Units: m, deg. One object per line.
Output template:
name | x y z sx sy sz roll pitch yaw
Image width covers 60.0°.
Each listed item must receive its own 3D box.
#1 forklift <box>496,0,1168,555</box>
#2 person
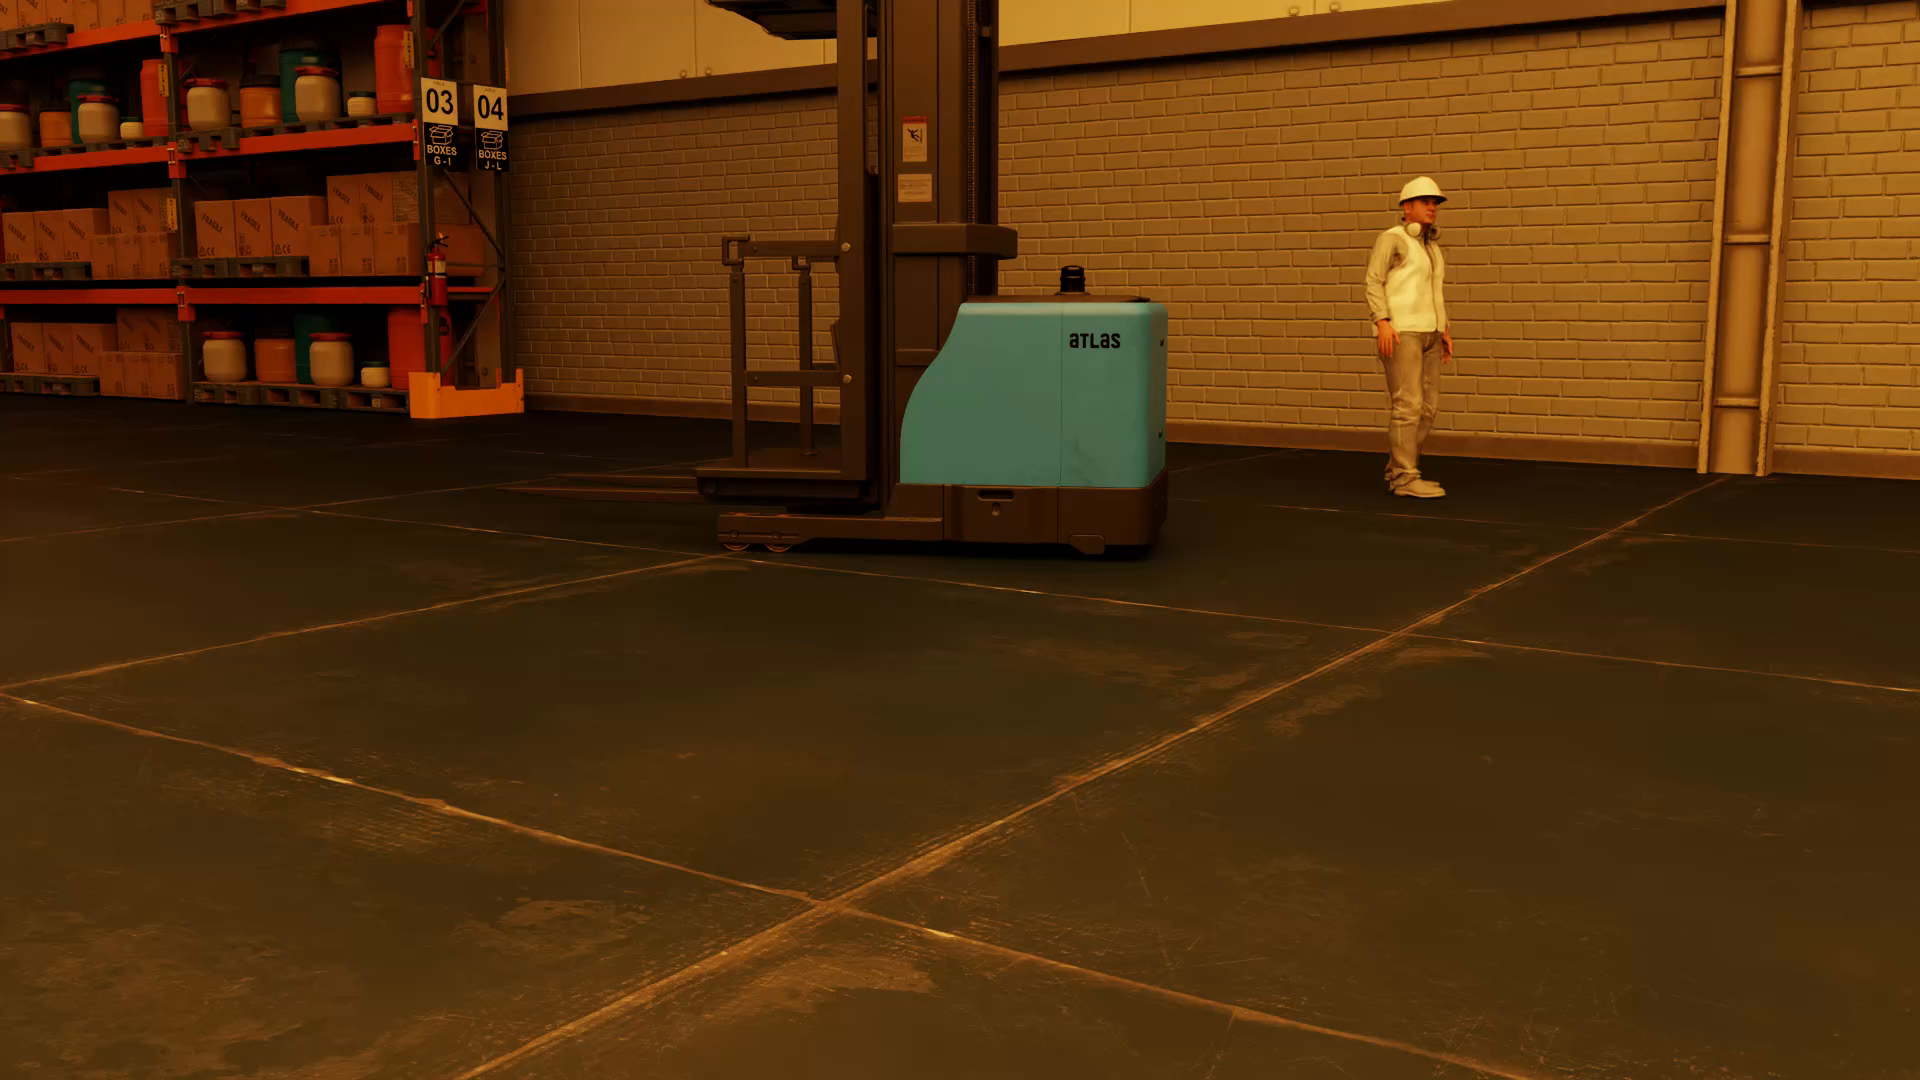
forklift | -0.596 -1.469 7.520 3.031 2.935 1.130 2 8 12
person | 2.591 -1.151 9.343 0.569 1.773 0.629 8 11 43
